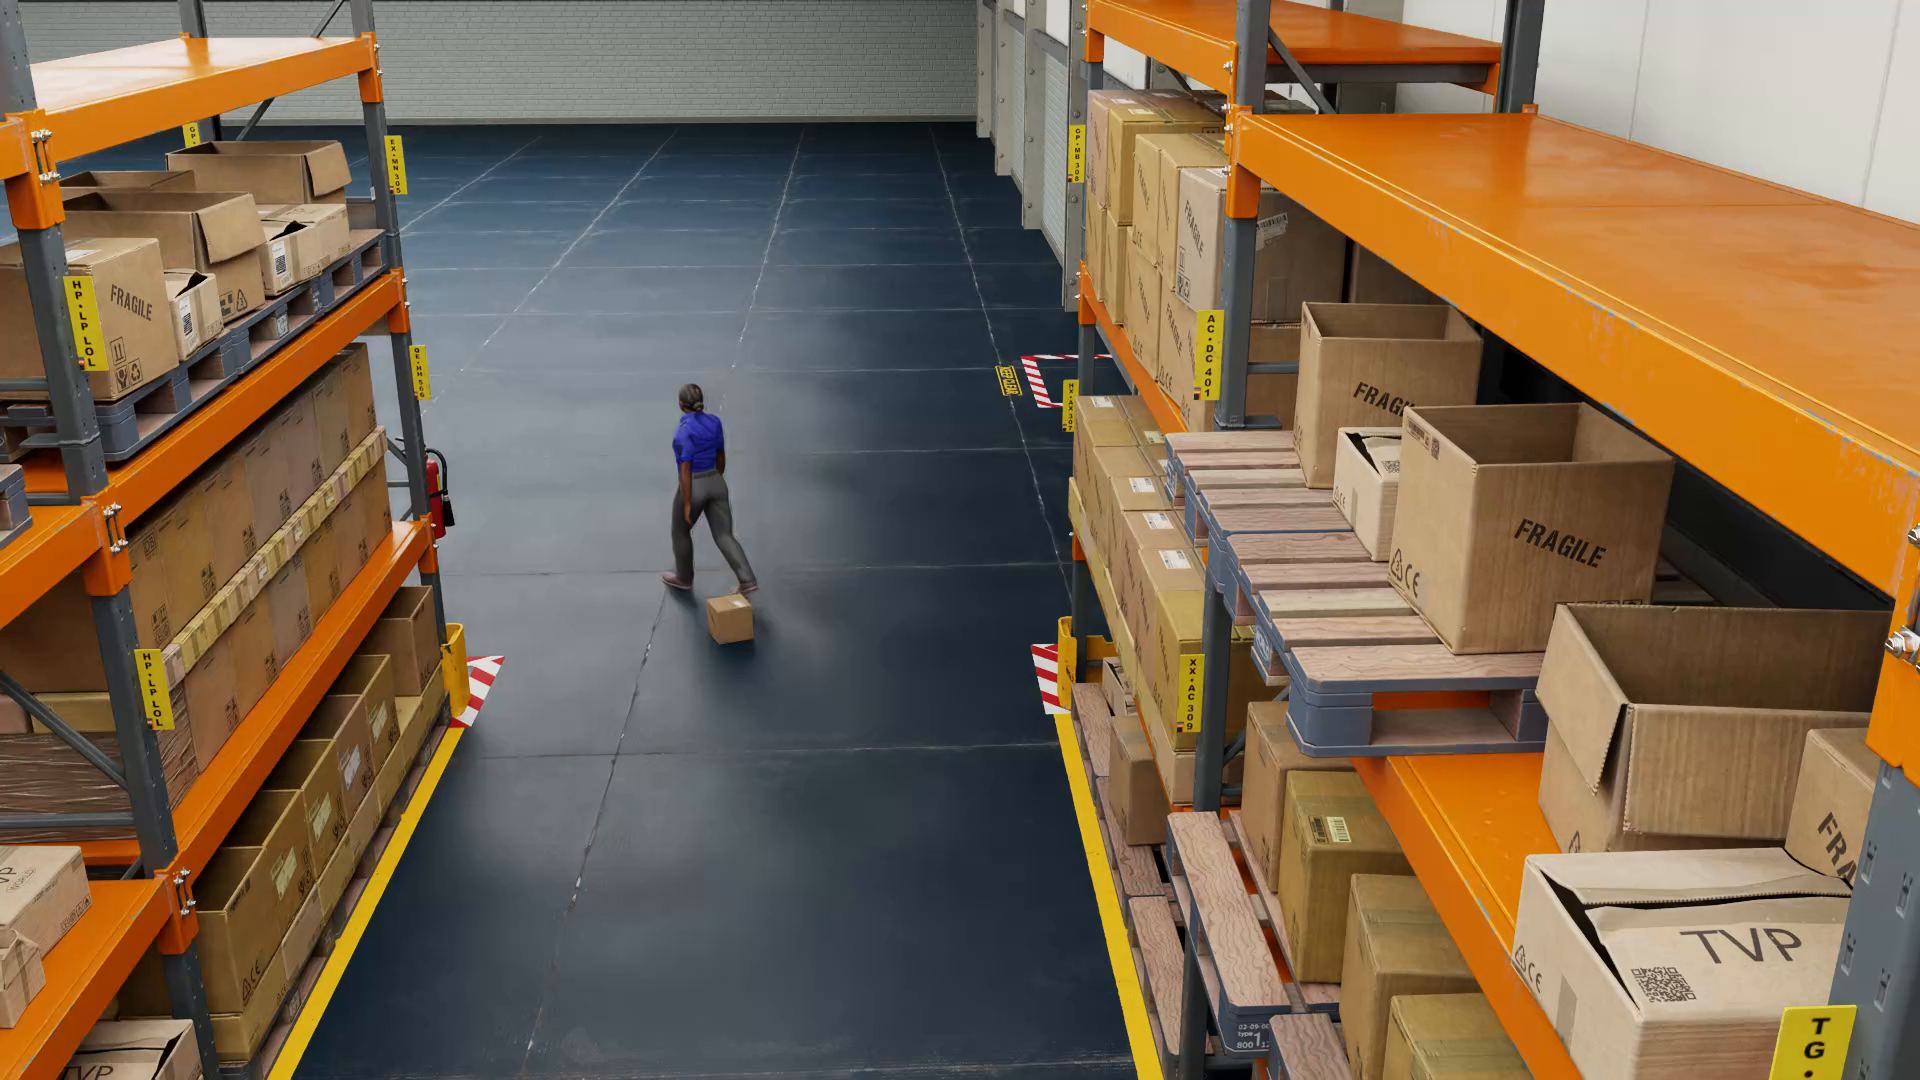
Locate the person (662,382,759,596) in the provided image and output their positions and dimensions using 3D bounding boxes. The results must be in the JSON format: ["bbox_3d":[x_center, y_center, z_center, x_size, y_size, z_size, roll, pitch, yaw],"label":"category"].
[{"bbox_3d":[-1.831,-0.342,12.019,0.971,1.593,0.462,19,28,41],"label":"person"}]
